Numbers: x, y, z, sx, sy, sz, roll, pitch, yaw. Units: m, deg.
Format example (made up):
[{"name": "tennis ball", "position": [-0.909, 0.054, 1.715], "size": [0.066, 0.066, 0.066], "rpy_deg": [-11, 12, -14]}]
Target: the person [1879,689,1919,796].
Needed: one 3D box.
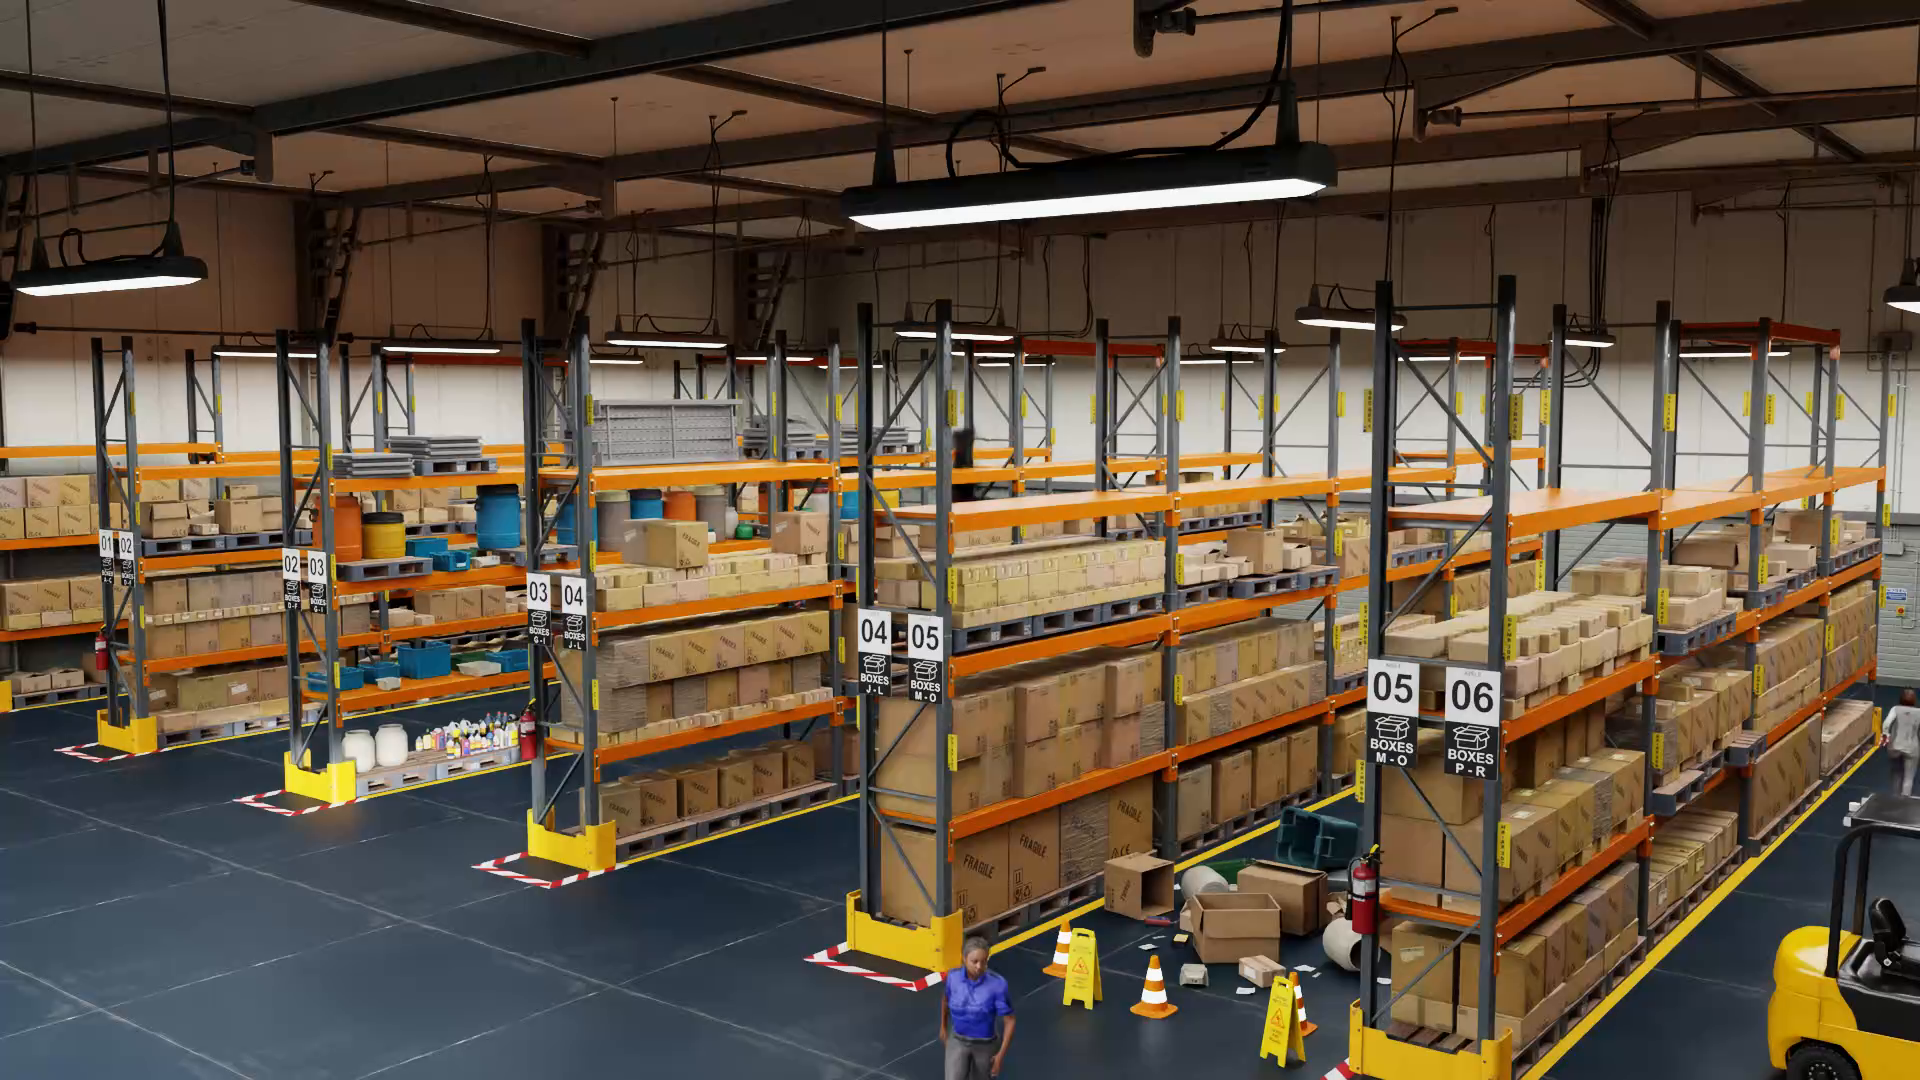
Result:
[{"name": "person", "position": [11.507, 2.625, 20.278], "size": [0.531, 1.552, 0.898], "rpy_deg": [3, 6, 33]}]

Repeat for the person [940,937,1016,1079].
[{"name": "person", "position": [0.104, 3.427, 11.029], "size": [0.557, 1.534, 0.791], "rpy_deg": [1, 5, 7]}]

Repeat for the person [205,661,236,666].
[{"name": "person", "position": [-12.550, 1.889, 28.163], "size": [0.689, 1.736, 0.850], "rpy_deg": [-1, 5, -16]}]
